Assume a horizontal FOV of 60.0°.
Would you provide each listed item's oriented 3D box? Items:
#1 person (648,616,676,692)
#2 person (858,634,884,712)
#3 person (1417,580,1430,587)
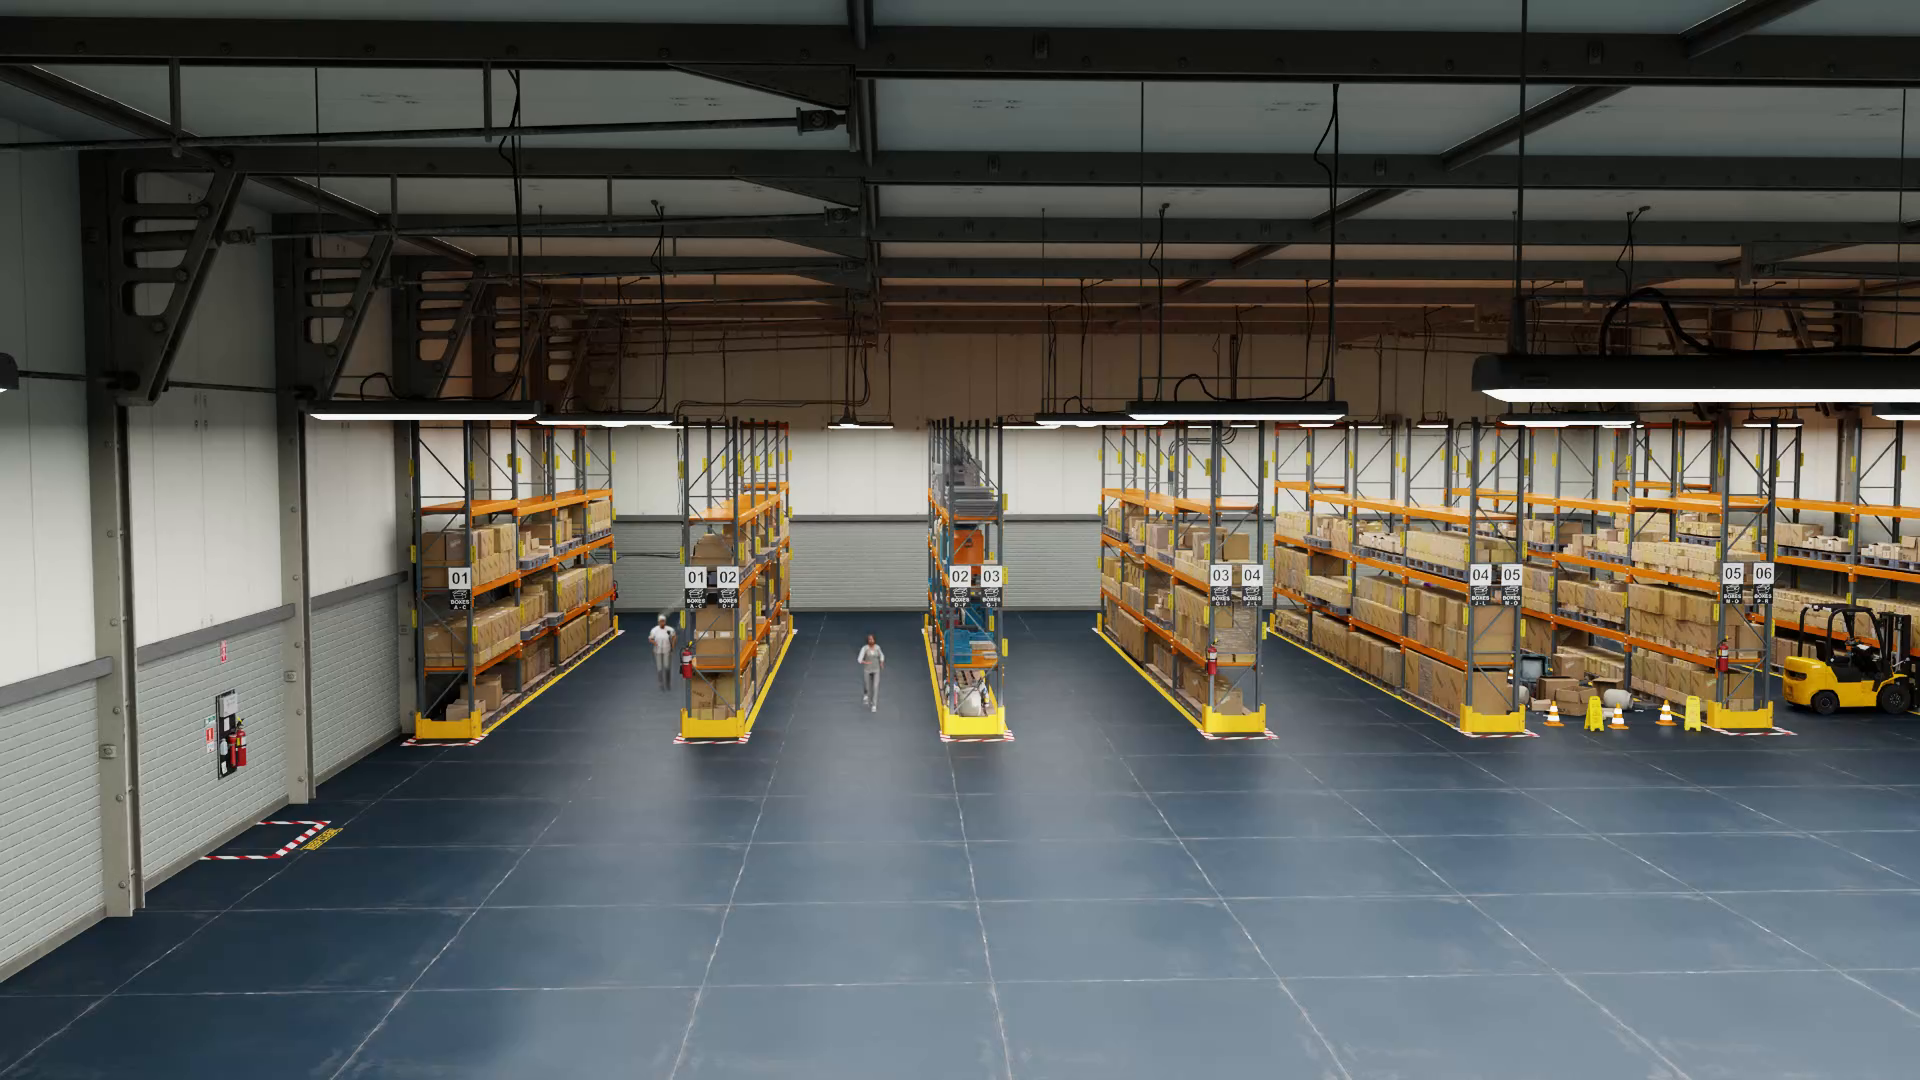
[{"bbox_3d":[-6.575,2.521,36.681,0.592,1.718,0.725,0,4,-5],"label":"person"},{"bbox_3d":[-1.814,2.798,34.144,0.549,1.387,0.781,-1,4,-10],"label":"person"},{"bbox_3d":[13.753,1.657,49.371,0.641,1.695,0.745,0,4,5],"label":"person"}]
